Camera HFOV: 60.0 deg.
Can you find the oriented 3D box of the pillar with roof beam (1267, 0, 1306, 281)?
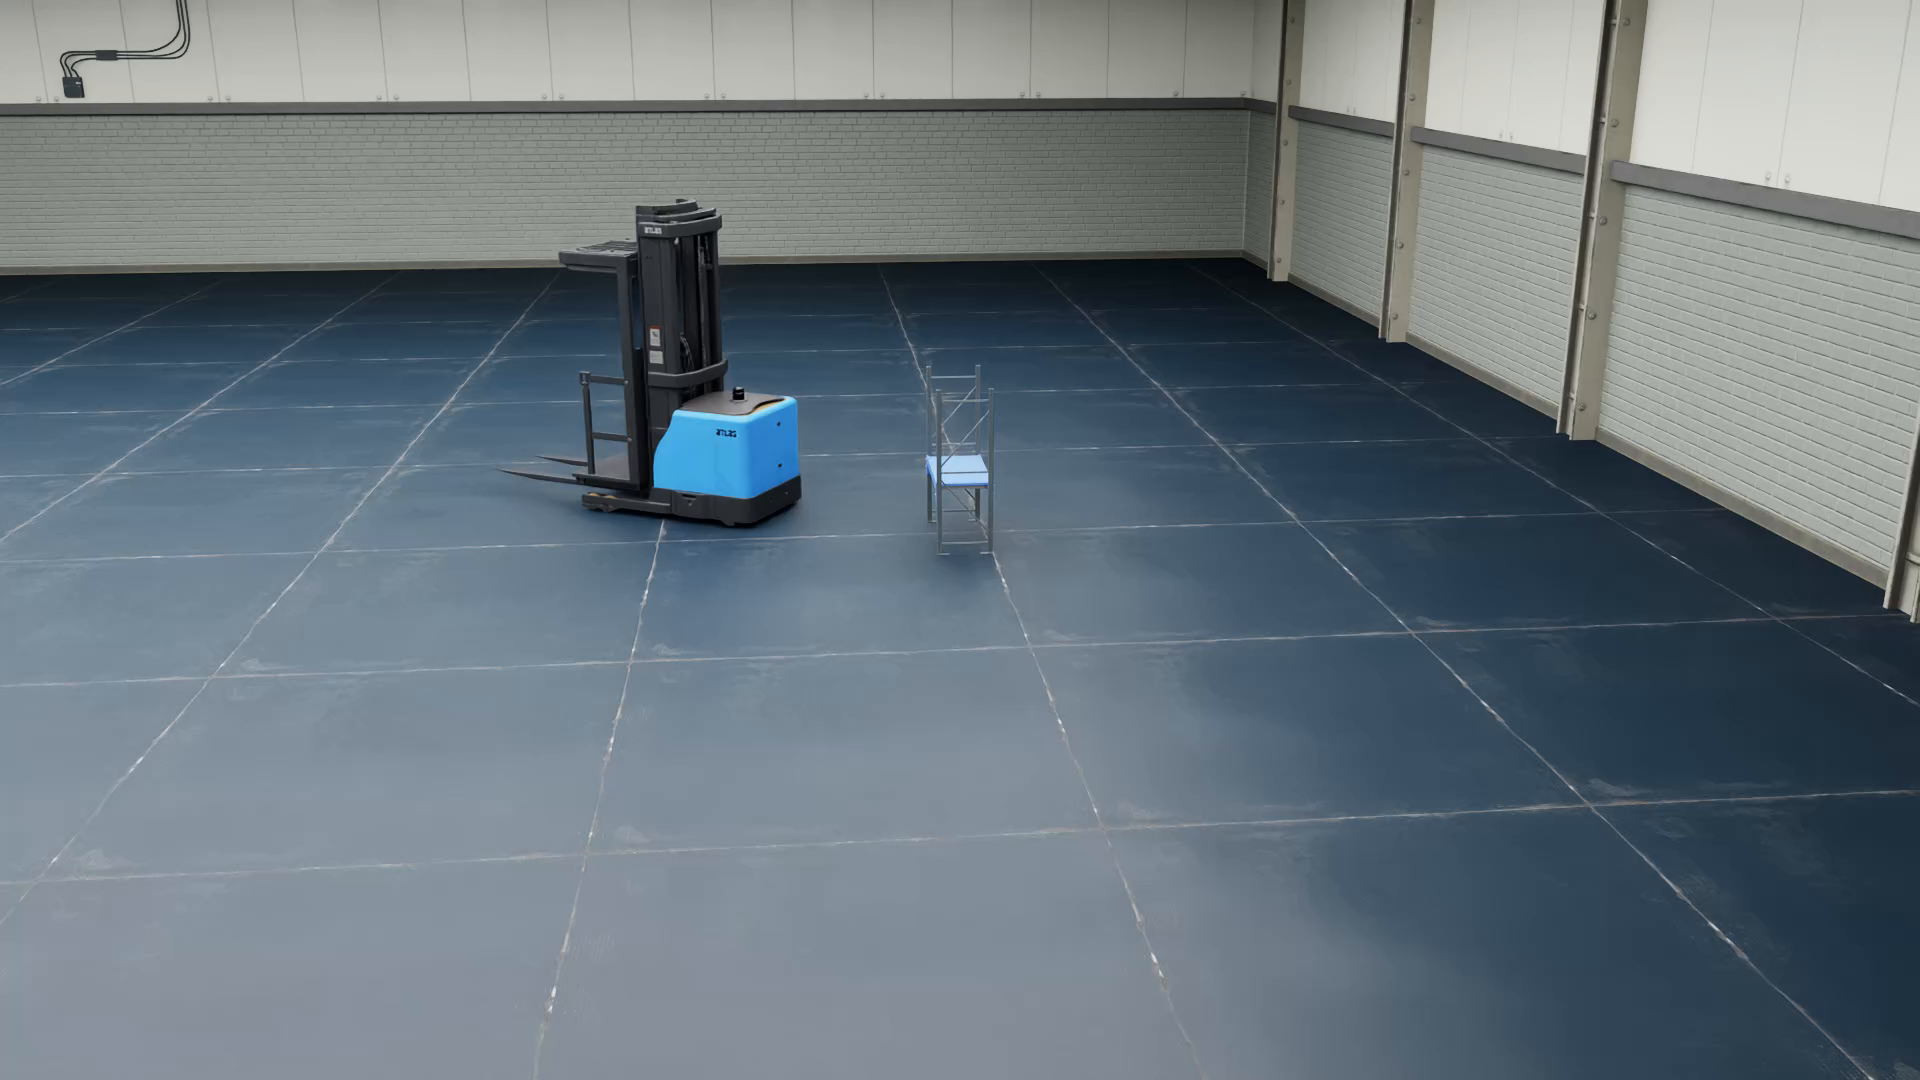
[{"bbox_3d":[1.543,-8.930,28.671,9.100,9.000,0.400,-2,18,-6],"label":"pillar with roof beam"}]

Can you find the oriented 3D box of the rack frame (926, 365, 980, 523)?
[{"bbox_3d":[-0.061,-0.892,15.589,0.500,1.500,0.032,-2,18,-6],"label":"rack frame"}]

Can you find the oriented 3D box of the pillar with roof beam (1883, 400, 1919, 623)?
[{"bbox_3d":[3.400,-3.567,11.589,9.100,9.000,0.400,-2,18,-6],"label":"pillar with roof beam"}]

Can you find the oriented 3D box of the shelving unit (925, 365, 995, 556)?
[{"bbox_3d":[-0.009,-0.741,15.106,0.538,1.500,1.048,-2,18,-6],"label":"shelving unit"}]

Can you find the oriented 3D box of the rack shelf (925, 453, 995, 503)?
[{"bbox_3d":[-0.009,-0.569,15.160,0.538,0.185,1.000,-2,18,-6],"label":"rack shelf"}]

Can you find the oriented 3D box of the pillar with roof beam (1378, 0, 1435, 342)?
[{"bbox_3d":[2.162,-7.142,22.977,9.100,9.000,0.400,-2,18,-6],"label":"pillar with roof beam"}]

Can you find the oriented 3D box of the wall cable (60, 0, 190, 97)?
[{"bbox_3d":[-15.051,-10.920,29.331,2.305,6.003,0.169,-2,18,-6],"label":"wall cable"}]

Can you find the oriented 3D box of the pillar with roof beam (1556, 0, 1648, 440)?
[{"bbox_3d":[2.781,-5.355,17.283,9.100,9.000,0.400,-2,18,-6],"label":"pillar with roof beam"}]

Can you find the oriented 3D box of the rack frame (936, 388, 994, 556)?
[{"bbox_3d":[0.044,-0.590,14.624,0.500,1.500,0.032,-2,18,-6],"label":"rack frame"}]

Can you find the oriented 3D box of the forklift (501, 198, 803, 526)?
[{"bbox_3d":[-3.106,-1.798,16.083,3.031,2.935,1.130,7,19,23],"label":"forklift"}]
